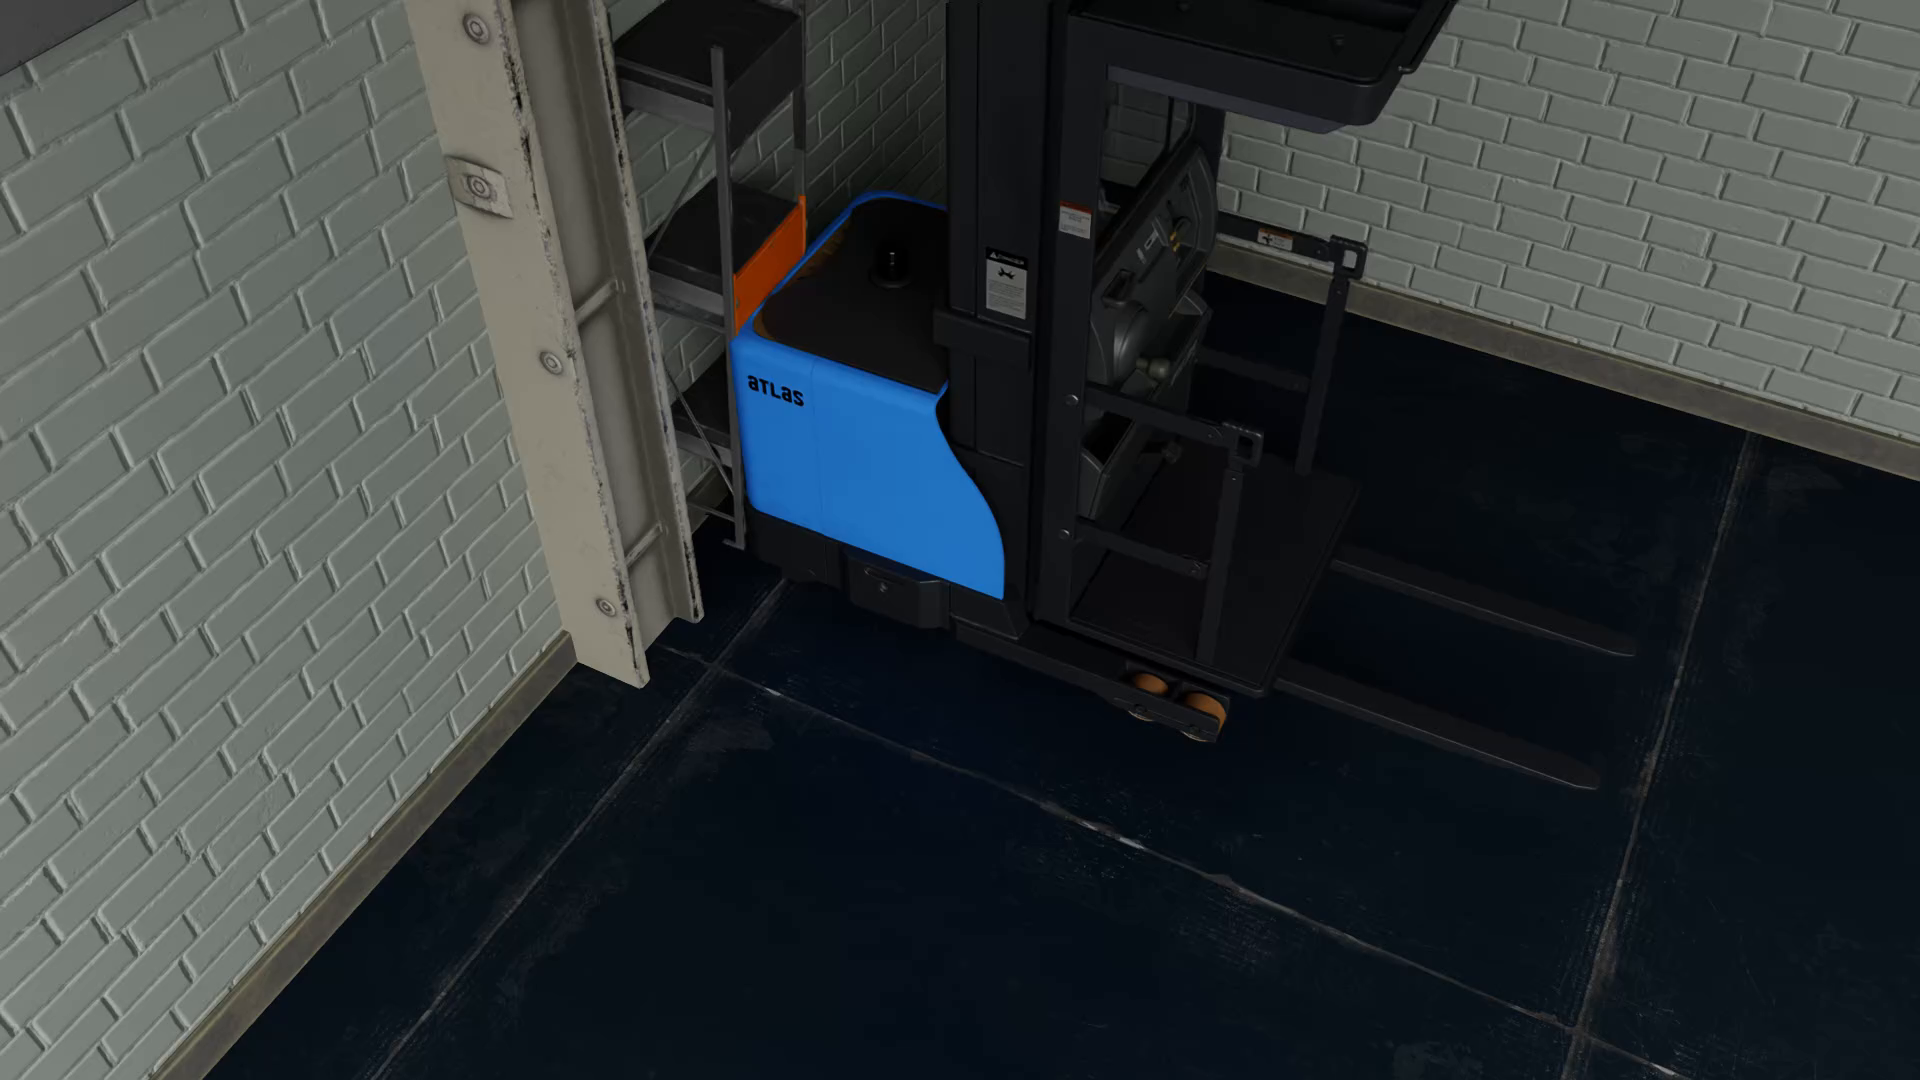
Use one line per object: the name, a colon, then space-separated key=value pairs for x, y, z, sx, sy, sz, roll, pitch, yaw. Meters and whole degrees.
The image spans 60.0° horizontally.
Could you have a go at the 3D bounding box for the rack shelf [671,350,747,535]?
rack shelf: x=-0.861 y=-0.419 z=6.138 sx=0.431 sy=0.518 sz=0.480 roll=21 pitch=50 yaw=13

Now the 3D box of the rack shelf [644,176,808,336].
rack shelf: x=-0.815 y=-0.886 z=5.619 sx=0.431 sy=0.518 sz=0.480 roll=21 pitch=50 yaw=13

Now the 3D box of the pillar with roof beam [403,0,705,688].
pillar with roof beam: x=2.669 y=-1.403 z=1.310 sx=9.100 sy=9.000 sz=0.400 roll=20 pitch=49 yaw=19

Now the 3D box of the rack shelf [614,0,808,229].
rack shelf: x=-0.768 y=-1.353 z=5.099 sx=0.431 sy=0.518 sz=0.480 roll=21 pitch=50 yaw=13

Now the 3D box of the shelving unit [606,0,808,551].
shelving unit: x=-0.814 y=-0.895 z=5.608 sx=0.431 sy=2.100 sz=0.503 roll=21 pitch=50 yaw=13

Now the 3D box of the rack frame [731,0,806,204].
rack frame: x=-0.714 y=-1.057 z=5.762 sx=0.400 sy=2.100 sz=0.015 roll=21 pitch=50 yaw=13

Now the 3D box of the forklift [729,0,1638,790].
forklift: x=0.775 y=-0.790 z=4.970 sx=3.031 sy=2.935 sz=1.130 roll=20 pitch=49 yaw=18

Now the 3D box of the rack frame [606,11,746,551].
rack frame: x=-0.913 y=-0.734 z=5.455 sx=0.400 sy=2.100 sz=0.015 roll=21 pitch=50 yaw=13
